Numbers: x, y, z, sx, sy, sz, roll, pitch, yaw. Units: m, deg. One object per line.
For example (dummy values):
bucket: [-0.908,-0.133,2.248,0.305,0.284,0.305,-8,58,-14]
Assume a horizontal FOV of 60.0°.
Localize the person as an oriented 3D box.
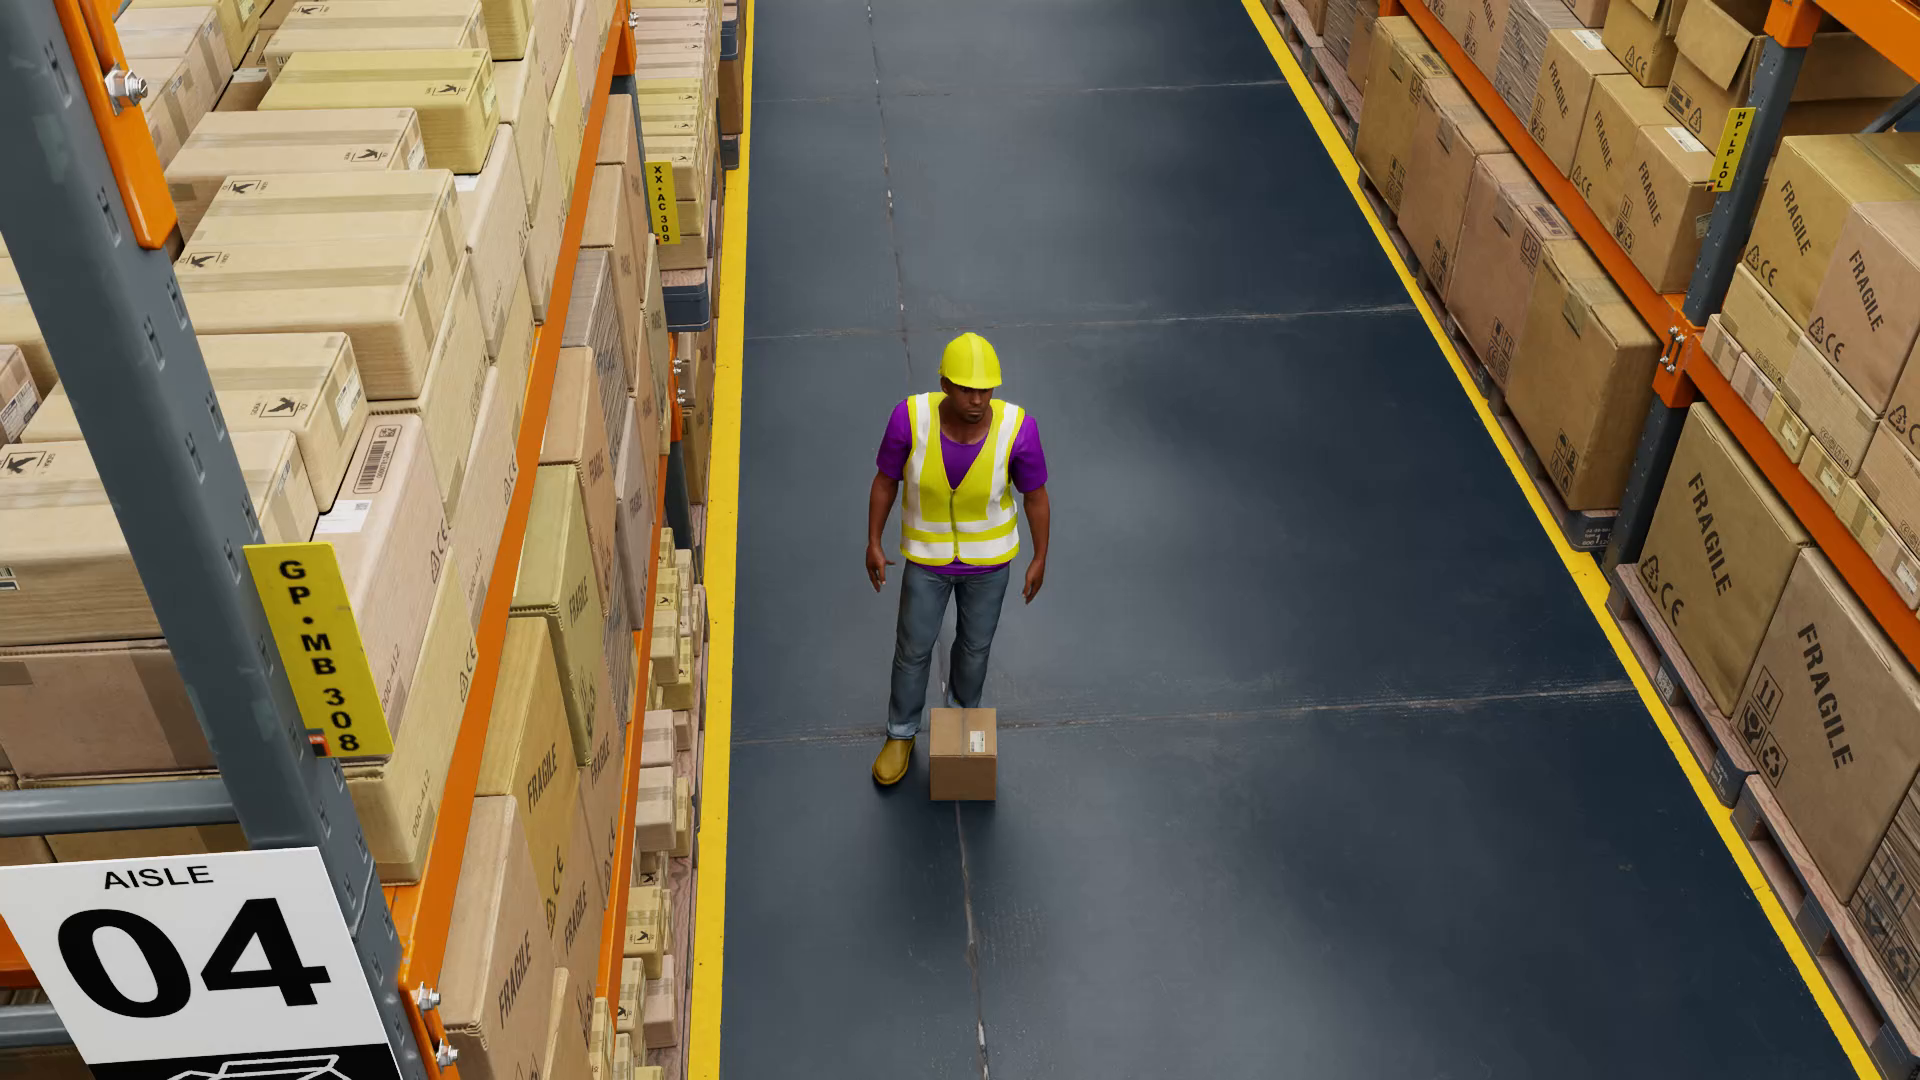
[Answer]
person: [-0.012,0.094,6.004,0.665,1.768,0.575,1,39,1]
